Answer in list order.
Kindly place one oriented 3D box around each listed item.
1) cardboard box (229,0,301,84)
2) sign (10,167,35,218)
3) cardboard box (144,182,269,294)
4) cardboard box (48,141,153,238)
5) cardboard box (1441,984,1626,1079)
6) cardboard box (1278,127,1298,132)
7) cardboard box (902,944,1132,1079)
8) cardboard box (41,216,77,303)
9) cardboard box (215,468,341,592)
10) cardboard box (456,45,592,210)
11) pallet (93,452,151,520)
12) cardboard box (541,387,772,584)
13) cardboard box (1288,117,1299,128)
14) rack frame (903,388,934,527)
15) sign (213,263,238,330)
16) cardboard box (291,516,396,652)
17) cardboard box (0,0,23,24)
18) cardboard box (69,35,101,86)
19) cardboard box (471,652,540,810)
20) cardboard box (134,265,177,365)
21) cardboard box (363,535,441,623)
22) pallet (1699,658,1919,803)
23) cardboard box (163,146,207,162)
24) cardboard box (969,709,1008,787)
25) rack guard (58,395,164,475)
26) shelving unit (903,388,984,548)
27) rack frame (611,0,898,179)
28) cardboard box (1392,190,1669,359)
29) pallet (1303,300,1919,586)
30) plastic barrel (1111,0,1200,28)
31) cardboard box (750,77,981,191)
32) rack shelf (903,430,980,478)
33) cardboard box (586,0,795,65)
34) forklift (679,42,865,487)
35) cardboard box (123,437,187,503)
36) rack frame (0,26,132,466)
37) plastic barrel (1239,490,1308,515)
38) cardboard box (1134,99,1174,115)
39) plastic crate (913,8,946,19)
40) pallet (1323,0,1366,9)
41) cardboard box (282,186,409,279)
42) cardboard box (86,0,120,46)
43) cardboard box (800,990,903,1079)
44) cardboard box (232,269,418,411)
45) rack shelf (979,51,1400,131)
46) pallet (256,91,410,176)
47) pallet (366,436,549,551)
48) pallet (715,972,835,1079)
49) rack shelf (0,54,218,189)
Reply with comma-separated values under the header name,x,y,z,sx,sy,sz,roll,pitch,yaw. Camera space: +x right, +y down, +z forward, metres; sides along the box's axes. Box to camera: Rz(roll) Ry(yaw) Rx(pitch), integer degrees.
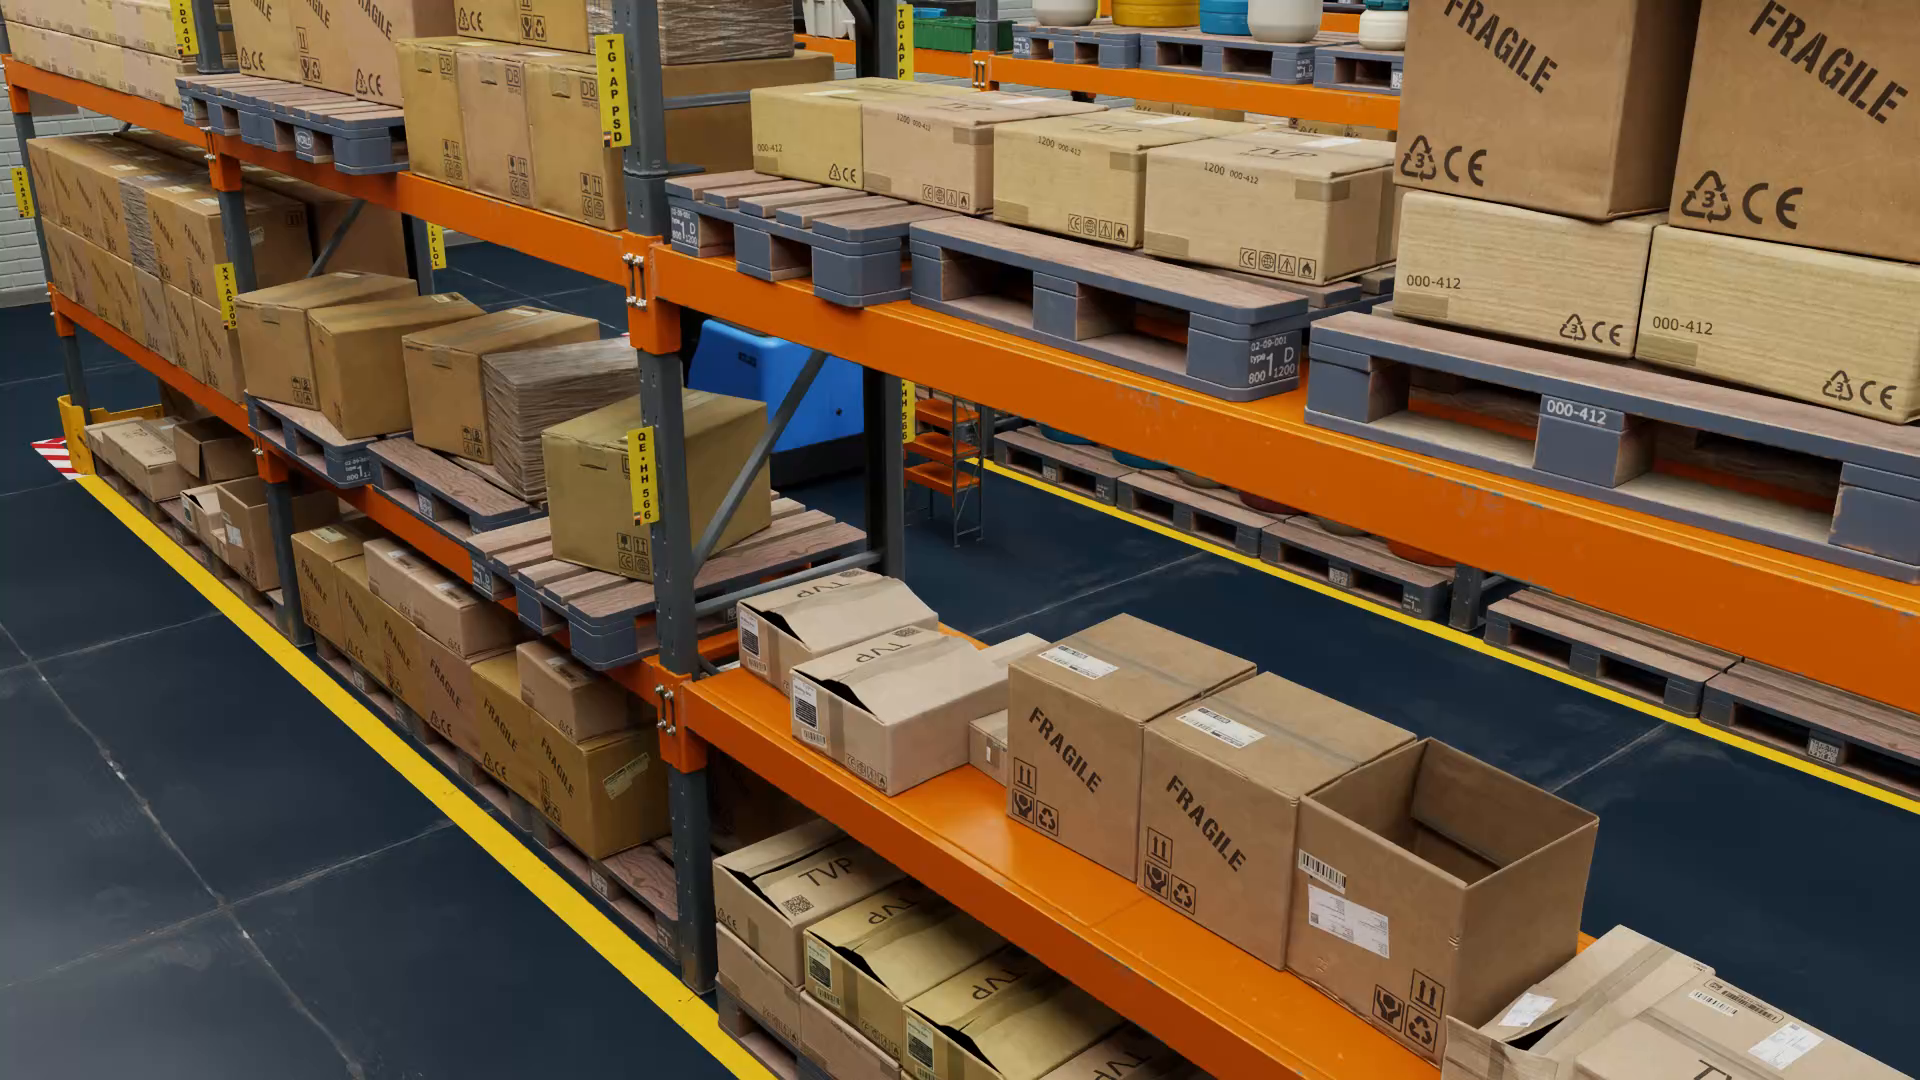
name,x,y,z,sx,sy,sz,roll,pitch,yaw
cardboard box,-2.962,-2.470,7.715,0.600,0.600,0.600,19,28,40
sign,-6.257,-2.321,11.109,0.100,0.325,0.005,-17,27,-37
cardboard box,-4.097,-1.673,9.134,0.500,0.500,0.500,-18,28,-38
cardboard box,-5.409,-2.231,10.559,0.500,0.500,0.500,-17,27,-37
cardboard box,1.274,1.132,3.665,0.396,0.266,0.258,-18,28,-39
cardboard box,3.112,-3.710,15.642,0.500,0.250,0.500,-17,27,-36
cardboard box,0.176,1.486,5.002,0.500,0.311,0.500,-18,28,-39
cardboard box,-5.756,-1.908,11.105,0.500,0.500,0.500,-17,27,-36
cardboard box,-3.822,-0.073,9.380,0.500,0.500,0.500,-17,27,-37
cardboard box,-1.267,-1.533,6.035,0.910,0.500,0.500,-17,27,-37
pallet,-5.275,-0.507,11.490,1.003,0.211,1.213,-17,27,-37
cardboard box,-1.120,-0.226,6.235,0.500,0.500,0.700,12,24,28
cardboard box,3.495,-4.191,15.840,0.500,0.500,0.500,-19,28,-39
rack frame,-0.267,-0.672,10.554,0.240,1.200,0.015,-17,27,-37
sign,-3.641,-1.214,8.282,0.100,0.325,0.005,-17,27,-37
cardboard box,-3.104,0.209,8.662,0.500,0.500,0.500,-19,28,-40
cardboard box,-5.708,-3.403,10.465,0.500,0.250,0.500,-17,27,-37
cardboard box,-4.728,-2.756,9.499,0.500,0.250,0.500,-17,27,-37
cardboard box,-1.750,0.777,7.212,0.500,0.500,0.500,-19,28,-39
cardboard box,-4.430,-1.349,9.678,0.500,0.500,0.500,-17,27,-36
cardboard box,-2.451,0.136,7.819,0.500,0.250,0.500,-17,27,-37
pallet,4.400,0.844,8.040,1.003,0.211,1.213,-17,27,-37
cardboard box,-4.675,-2.220,10.531,0.500,0.500,0.500,-17,27,-36
cardboard box,0.251,0.619,5.134,0.380,0.149,0.250,-15,26,-34
rack guard,-5.796,-0.862,11.999,1.175,0.500,0.348,-17,27,-37
shelving unit,-0.108,-0.604,10.382,0.258,1.200,0.503,-17,27,-37
rack frame,-0.624,-2.630,4.860,1.000,3.000,0.127,-17,27,-37
cardboard box,1.232,-0.577,3.362,0.500,0.250,0.500,19,28,40
pallet,1.402,-0.280,3.234,0.805,0.209,1.217,-19,28,-39
plastic barrel,1.270,-3.596,10.605,0.600,0.588,0.600,0,21,0
cardboard box,-0.285,-1.247,5.072,0.500,0.250,0.500,20,29,41
rack shelf,-0.108,-0.542,10.407,0.258,0.148,0.480,-17,27,-37
cardboard box,-0.904,-1.867,5.518,0.500,0.500,0.500,-17,27,-37
forklift,-1.814,-2.188,12.053,1.130,2.935,3.031,-16,27,-36
cardboard box,-5.053,-0.477,10.757,0.500,0.250,0.500,-17,27,-37
rack frame,-5.846,-2.047,11.597,1.000,3.000,0.127,-17,27,-37
plastic barrel,2.062,-0.531,10.456,0.600,0.588,0.708,-17,27,-37
cardboard box,2.097,-4.487,16.596,0.500,0.500,0.500,-18,28,-39
plastic crate,-0.316,-3.614,11.715,0.416,0.233,0.300,-17,27,-37
pallet,3.746,-4.883,14.846,1.003,0.211,1.213,-17,27,-37
cardboard box,-3.329,-1.651,9.078,0.500,0.500,0.500,-17,27,-36
cardboard box,-4.406,-2.849,9.051,0.500,0.250,0.500,-17,27,-37
cardboard box,-0.176,1.601,5.477,0.500,0.250,0.500,-18,28,-39
cardboard box,-3.095,-1.000,8.210,0.500,0.500,0.700,12,24,28
rack shelf,1.826,-2.629,9.957,1.077,0.370,4.000,-17,27,-37
pallet,-2.183,-1.768,7.030,1.213,0.211,1.003,-17,27,-37
pallet,-1.897,-0.283,7.358,1.003,0.211,1.213,-17,27,-37
pallet,-0.116,1.699,5.858,1.003,0.211,1.213,-17,27,-37
rack shelf,-4.540,-2.556,9.770,1.077,0.370,4.000,-17,27,-37
